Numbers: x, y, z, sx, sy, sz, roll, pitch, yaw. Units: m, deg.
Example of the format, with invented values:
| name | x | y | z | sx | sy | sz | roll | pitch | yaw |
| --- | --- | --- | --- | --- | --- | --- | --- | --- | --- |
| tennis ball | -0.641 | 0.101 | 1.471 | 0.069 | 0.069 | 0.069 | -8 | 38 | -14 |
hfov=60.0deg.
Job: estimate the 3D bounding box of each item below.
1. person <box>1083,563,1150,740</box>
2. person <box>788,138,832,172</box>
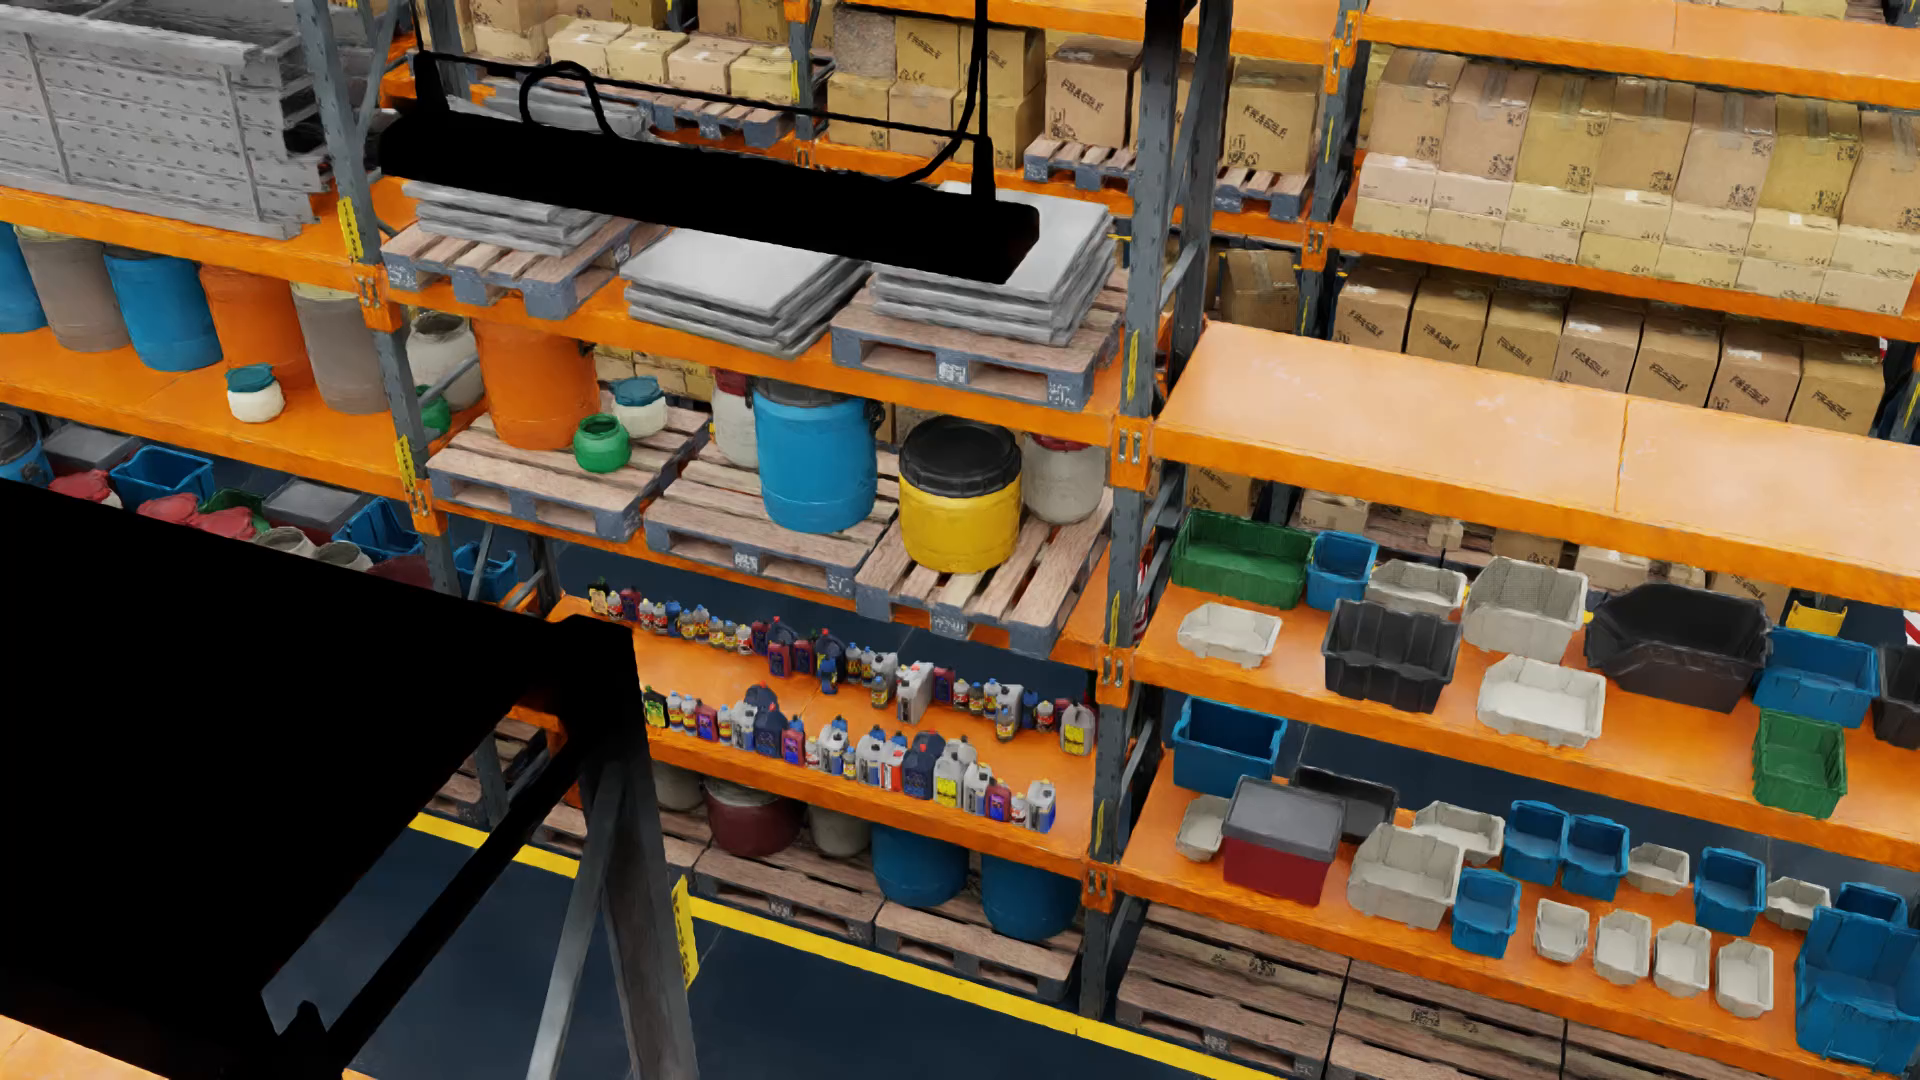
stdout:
| name | x | y | z | sx | sy | sz | roll | pitch | yaw |
| --- | --- | --- | --- | --- | --- | --- | --- | --- | --- |
| person | 1.065 | 0.665 | 10.964 | 0.605 | 1.789 | 0.446 | -5 | 37 | -7 |
| person | -1.466 | -3.345 | 16.474 | 0.549 | 1.734 | 0.690 | 11 | 38 | 15 |
